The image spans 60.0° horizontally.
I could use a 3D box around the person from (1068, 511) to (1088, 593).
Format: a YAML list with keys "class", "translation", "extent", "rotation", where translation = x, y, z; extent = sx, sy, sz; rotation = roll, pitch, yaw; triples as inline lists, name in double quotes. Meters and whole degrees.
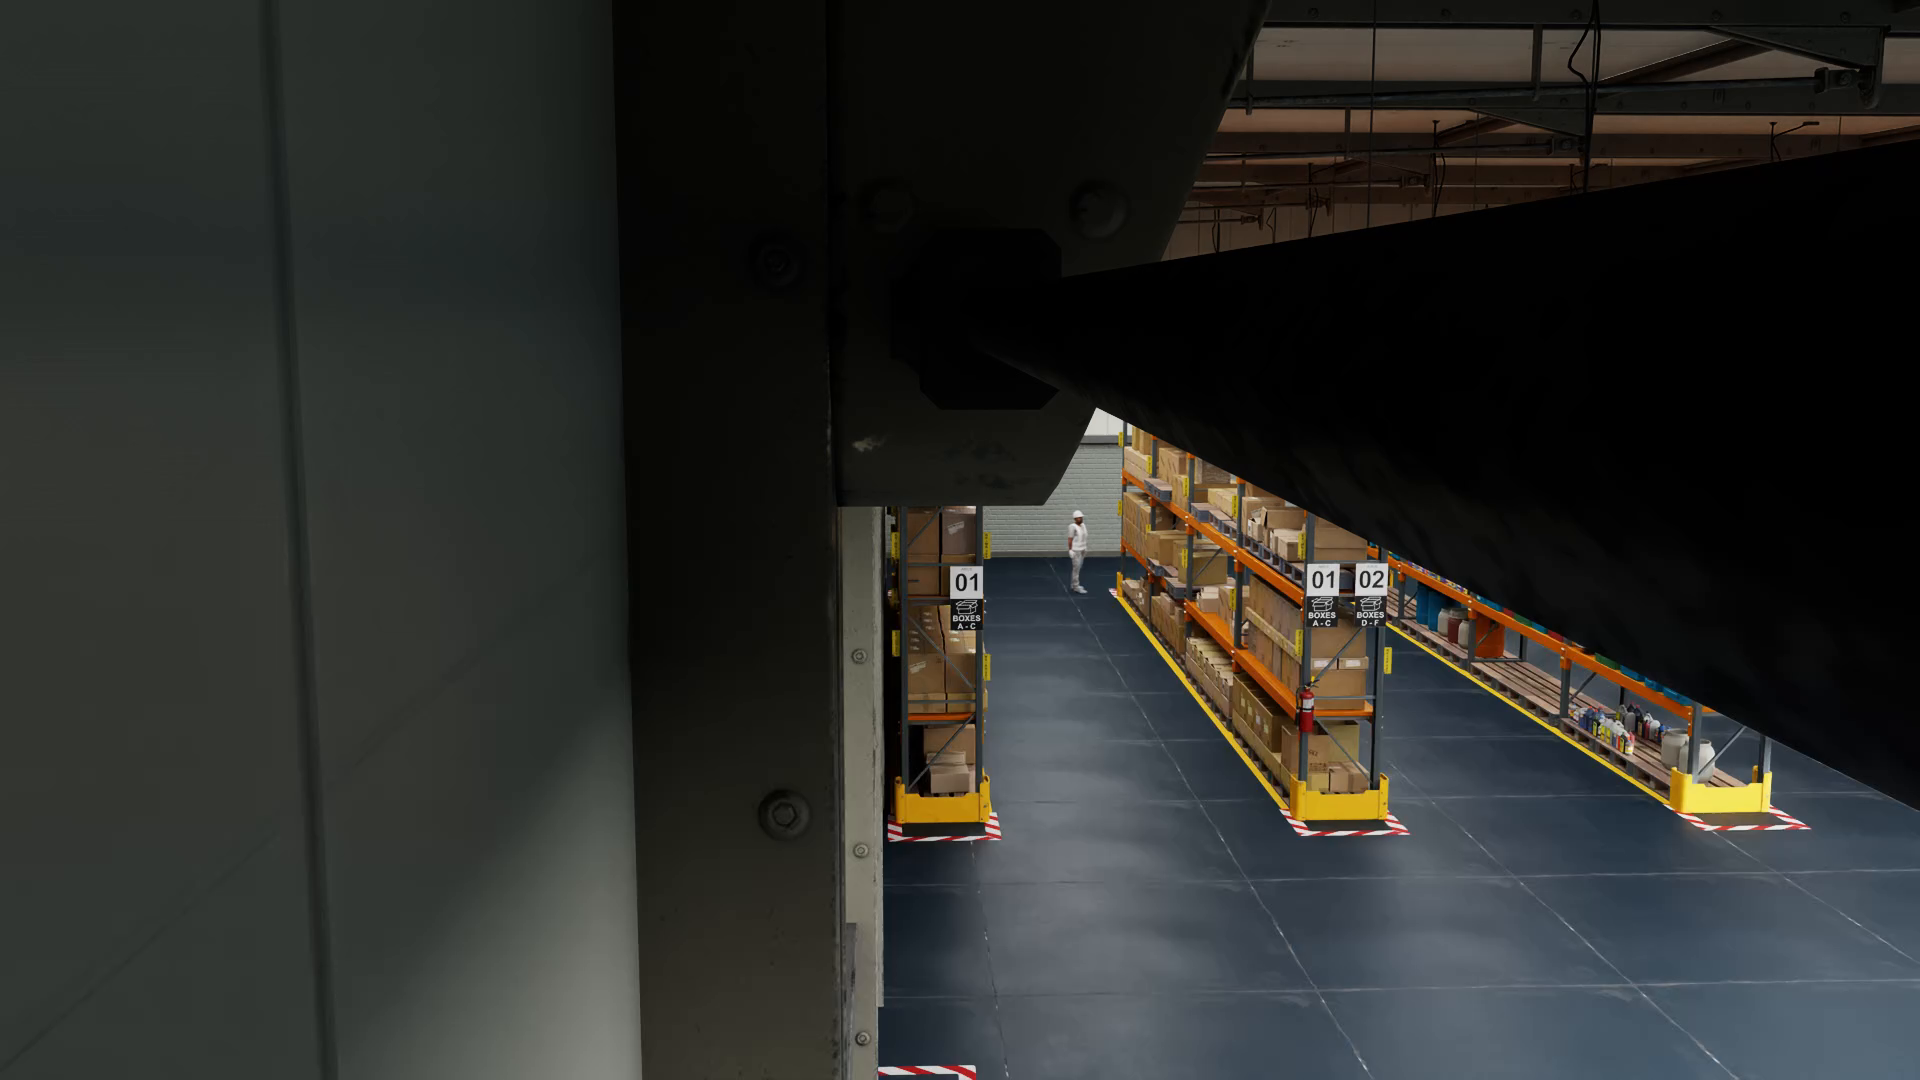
- class: "person"
  translation: [2.693, 0.250, 37.029]
  extent: [0.522, 1.802, 0.567]
  rotation: [6, 10, 35]
